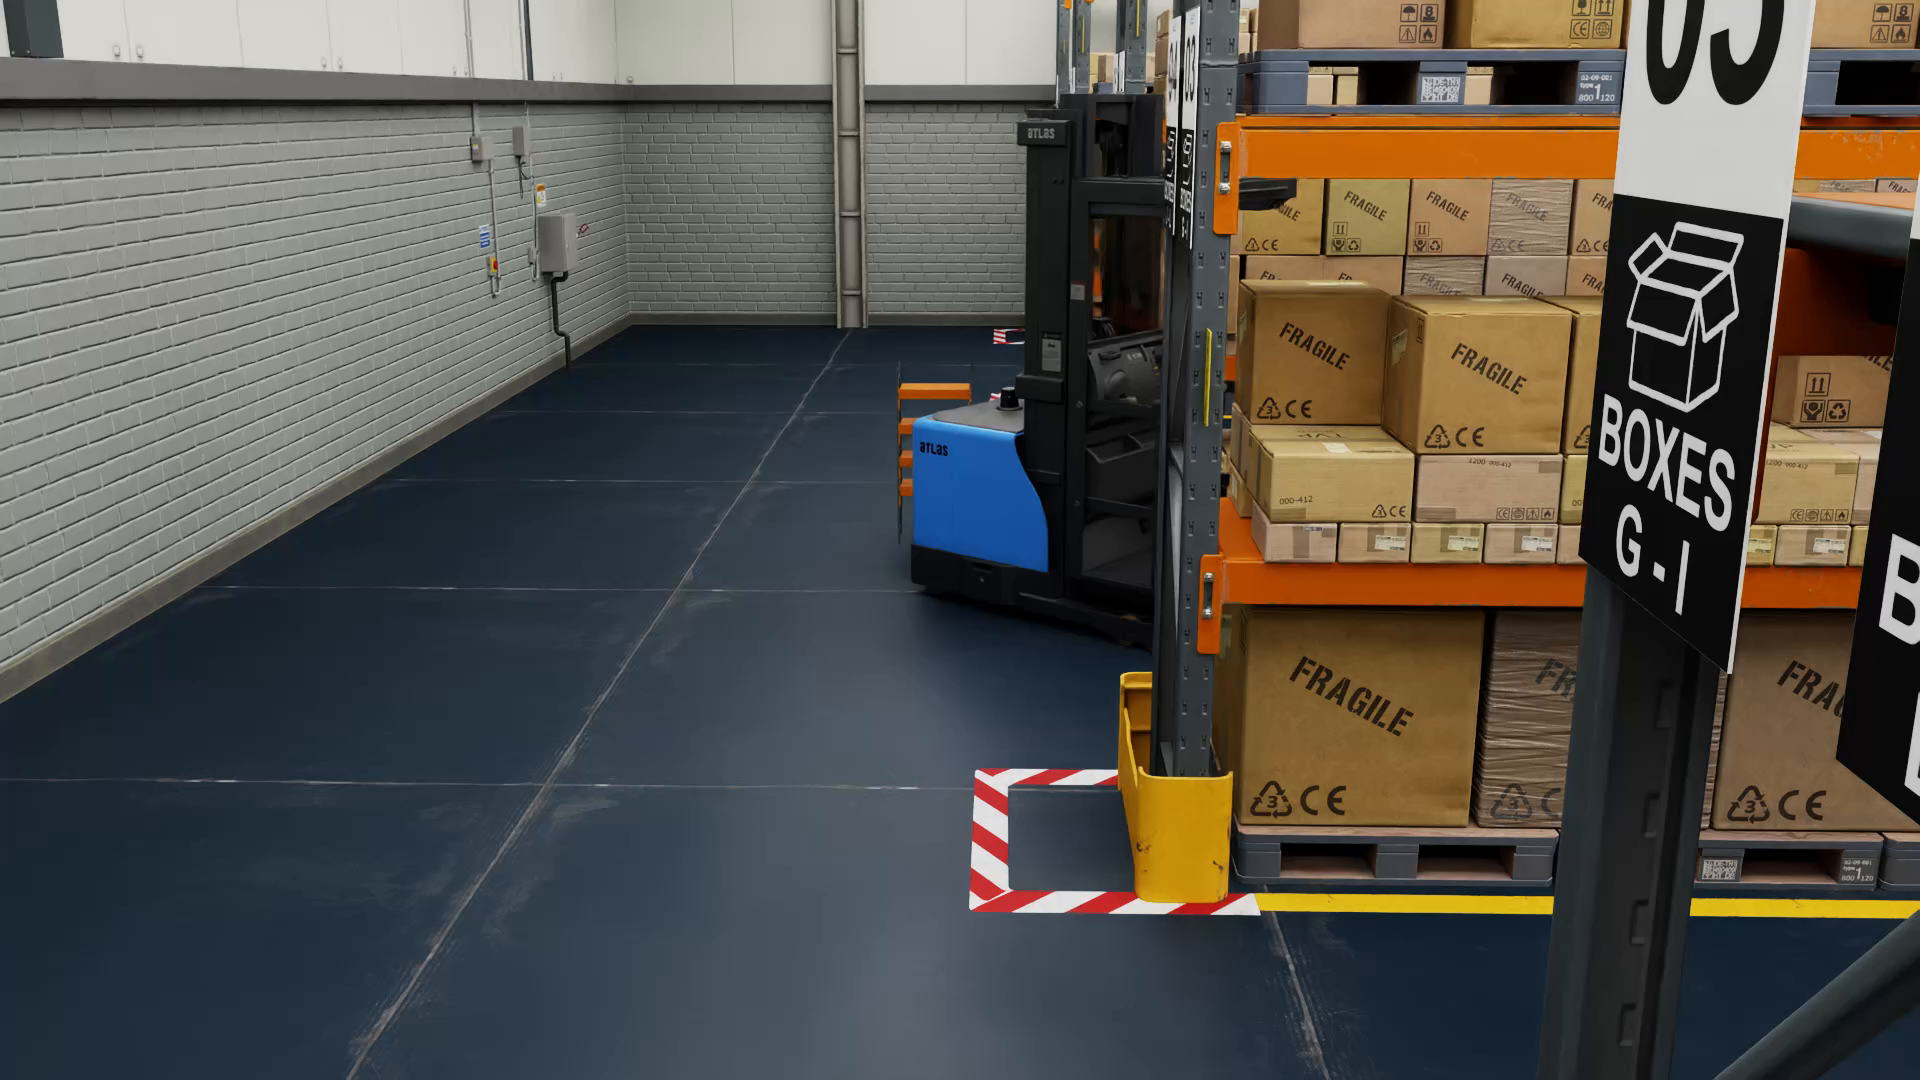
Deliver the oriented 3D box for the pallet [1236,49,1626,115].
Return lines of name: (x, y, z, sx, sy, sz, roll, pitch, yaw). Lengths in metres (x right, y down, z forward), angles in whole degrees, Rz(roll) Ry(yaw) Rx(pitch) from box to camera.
pallet: (1.614, -1.650, 6.006, 1.213, 0.211, 1.003, 0, 15, 1)

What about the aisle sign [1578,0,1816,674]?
aisle sign: (0.682, -0.313, 1.552, 0.004, 0.787, 0.394, 0, 15, 1)

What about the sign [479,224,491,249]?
sign: (-4.574, -2.921, 16.002, 0.001, 0.218, 0.327, 0, 15, 1)

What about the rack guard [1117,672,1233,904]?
rack guard: (0.848, 0.964, 6.705, 0.348, 0.500, 1.175, 0, 15, 1)

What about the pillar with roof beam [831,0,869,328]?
pillar with roof beam: (-1.534, -6.088, 16.774, 0.400, 9.000, 9.100, 0, 15, 1)

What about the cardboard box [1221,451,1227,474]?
cardboard box: (1.615, -0.531, 11.071, 0.250, 0.149, 0.380, 0, 15, -1)

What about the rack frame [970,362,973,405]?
rack frame: (0.078, -0.580, 11.185, 0.015, 1.200, 0.240, 0, 15, 1)

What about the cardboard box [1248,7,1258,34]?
cardboard box: (1.942, -3.234, 10.371, 0.250, 0.149, 0.380, 0, 15, 1)

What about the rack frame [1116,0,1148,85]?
rack frame: (1.100, -4.409, 10.412, 0.127, 3.000, 1.000, 0, 15, 1)

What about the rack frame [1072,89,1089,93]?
rack frame: (1.126, -2.772, 15.965, 0.127, 3.000, 1.000, 0, 15, 1)

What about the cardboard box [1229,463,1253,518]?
cardboard box: (1.237, -0.204, 6.727, 0.250, 0.149, 0.380, 1, 15, 2)

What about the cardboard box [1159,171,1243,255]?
cardboard box: (1.542, -2.114, 10.732, 0.500, 0.500, 0.500, 0, 15, 1)

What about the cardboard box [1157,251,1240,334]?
cardboard box: (1.542, -1.627, 10.849, 0.500, 0.500, 0.500, 1, 15, 4)

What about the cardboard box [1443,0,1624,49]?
cardboard box: (1.953, -1.970, 5.833, 0.500, 0.500, 0.700, 0, 15, -1)

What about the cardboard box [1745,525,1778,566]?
cardboard box: (2.757, -0.027, 6.053, 0.250, 0.149, 0.380, 0, 15, 0)

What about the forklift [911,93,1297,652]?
forklift: (1.167, -0.961, 9.235, 3.031, 2.935, 1.130, 12, 19, 37)

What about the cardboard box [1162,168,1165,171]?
cardboard box: (1.564, -2.245, 11.229, 0.500, 0.500, 0.500, 0, 15, 0)

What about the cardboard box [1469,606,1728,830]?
cardboard box: (2.424, 0.570, 6.642, 0.875, 0.875, 0.875, 0, 15, 1)

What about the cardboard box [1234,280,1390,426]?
cardboard box: (1.366, -0.742, 6.513, 0.500, 0.500, 0.500, 1, 15, 2)

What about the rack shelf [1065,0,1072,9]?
rack shelf: (3.248, -6.576, 20.040, 4.000, 0.370, 1.077, 0, 15, 1)

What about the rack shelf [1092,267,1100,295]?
rack shelf: (3.125, -2.411, 16.007, 4.000, 0.370, 1.077, 0, 15, 1)

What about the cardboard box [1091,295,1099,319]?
cardboard box: (1.858, -3.005, 20.921, 0.637, 0.503, 0.797, 0, 15, -1)

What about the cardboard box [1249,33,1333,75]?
cardboard box: (2.054, -3.056, 10.476, 0.500, 0.250, 0.500, 0, 15, 1)

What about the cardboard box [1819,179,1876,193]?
cardboard box: (8.086, -3.189, 15.392, 0.500, 0.500, 0.500, 1, 15, 2)

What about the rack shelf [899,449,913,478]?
rack shelf: (-0.165, -0.516, 11.208, 0.480, 0.148, 0.258, 0, 15, 1)

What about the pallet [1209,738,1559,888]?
pallet: (1.674, 1.089, 6.798, 1.213, 0.211, 1.003, 0, 15, 1)

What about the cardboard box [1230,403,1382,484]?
cardboard box: (1.364, -0.380, 6.612, 0.500, 0.250, 0.500, 0, 15, 1)

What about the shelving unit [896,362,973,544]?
shelving unit: (-0.165, -0.581, 11.191, 0.503, 1.200, 0.258, 0, 15, 1)

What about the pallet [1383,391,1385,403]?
pallet: (4.366, -1.422, 16.316, 1.213, 0.211, 1.003, 0, 15, 1)

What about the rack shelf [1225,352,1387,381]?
rack shelf: (3.100, -1.148, 11.220, 4.000, 0.370, 1.077, 0, 15, 1)

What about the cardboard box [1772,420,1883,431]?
cardboard box: (3.393, -0.366, 6.558, 0.500, 0.250, 0.500, 1, 15, 3)

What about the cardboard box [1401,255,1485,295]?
cardboard box: (3.077, -1.622, 10.829, 0.500, 0.500, 0.500, 0, 15, 0)

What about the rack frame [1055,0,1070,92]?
rack frame: (1.249, -6.938, 19.998, 0.127, 3.000, 1.000, 0, 15, 1)

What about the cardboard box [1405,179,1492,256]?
cardboard box: (3.076, -2.100, 10.682, 0.500, 0.500, 0.500, 0, 15, 0)

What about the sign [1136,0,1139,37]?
sign: (1.086, -3.243, 10.159, 0.005, 0.325, 0.100, 0, 15, 1)

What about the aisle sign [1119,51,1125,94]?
aisle sign: (1.020, -2.689, 10.558, 0.004, 0.787, 0.394, 0, 15, 1)

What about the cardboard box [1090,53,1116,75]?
cardboard box: (1.686, -5.734, 20.044, 0.500, 0.250, 0.500, 0, 15, 1)

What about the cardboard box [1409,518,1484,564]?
cardboard box: (1.731, -0.033, 6.079, 0.250, 0.149, 0.380, 0, 15, 0)

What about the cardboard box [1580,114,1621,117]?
cardboard box: (4.103, -2.801, 10.490, 0.500, 0.250, 0.500, 0, 15, 1)

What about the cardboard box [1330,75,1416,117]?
cardboard box: (2.584, -2.814, 10.539, 0.500, 0.250, 0.500, 0, 15, 0)

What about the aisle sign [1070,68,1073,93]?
aisle sign: (1.062, -4.108, 15.935, 0.004, 0.787, 0.394, 0, 15, 1)

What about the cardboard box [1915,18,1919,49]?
cardboard box: (3.550, -1.963, 5.804, 0.500, 0.500, 0.700, 1, 15, 4)

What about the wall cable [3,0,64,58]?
wall cable: (-4.692, -5.616, 8.681, 0.120, 5.999, 2.277, 0, 15, 1)

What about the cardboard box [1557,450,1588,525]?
cardboard box: (2.367, -0.238, 6.072, 0.500, 0.250, 0.500, 0, 15, 0)

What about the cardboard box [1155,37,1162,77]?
cardboard box: (1.567, -3.190, 10.985, 0.500, 0.250, 0.500, 0, 15, 0)

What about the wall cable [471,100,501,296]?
wall cable: (-4.512, -3.309, 15.948, 0.123, 1.953, 0.585, 0, 15, 1)

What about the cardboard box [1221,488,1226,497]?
cardboard box: (1.880, -0.267, 11.238, 0.250, 0.149, 0.380, 0, 15, 1)

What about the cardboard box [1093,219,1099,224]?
cardboard box: (1.695, -4.037, 20.472, 0.500, 0.250, 0.500, 0, 15, 2)

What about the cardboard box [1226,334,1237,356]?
cardboard box: (1.671, -1.310, 10.919, 0.250, 0.149, 0.380, 1, 15, 3)
